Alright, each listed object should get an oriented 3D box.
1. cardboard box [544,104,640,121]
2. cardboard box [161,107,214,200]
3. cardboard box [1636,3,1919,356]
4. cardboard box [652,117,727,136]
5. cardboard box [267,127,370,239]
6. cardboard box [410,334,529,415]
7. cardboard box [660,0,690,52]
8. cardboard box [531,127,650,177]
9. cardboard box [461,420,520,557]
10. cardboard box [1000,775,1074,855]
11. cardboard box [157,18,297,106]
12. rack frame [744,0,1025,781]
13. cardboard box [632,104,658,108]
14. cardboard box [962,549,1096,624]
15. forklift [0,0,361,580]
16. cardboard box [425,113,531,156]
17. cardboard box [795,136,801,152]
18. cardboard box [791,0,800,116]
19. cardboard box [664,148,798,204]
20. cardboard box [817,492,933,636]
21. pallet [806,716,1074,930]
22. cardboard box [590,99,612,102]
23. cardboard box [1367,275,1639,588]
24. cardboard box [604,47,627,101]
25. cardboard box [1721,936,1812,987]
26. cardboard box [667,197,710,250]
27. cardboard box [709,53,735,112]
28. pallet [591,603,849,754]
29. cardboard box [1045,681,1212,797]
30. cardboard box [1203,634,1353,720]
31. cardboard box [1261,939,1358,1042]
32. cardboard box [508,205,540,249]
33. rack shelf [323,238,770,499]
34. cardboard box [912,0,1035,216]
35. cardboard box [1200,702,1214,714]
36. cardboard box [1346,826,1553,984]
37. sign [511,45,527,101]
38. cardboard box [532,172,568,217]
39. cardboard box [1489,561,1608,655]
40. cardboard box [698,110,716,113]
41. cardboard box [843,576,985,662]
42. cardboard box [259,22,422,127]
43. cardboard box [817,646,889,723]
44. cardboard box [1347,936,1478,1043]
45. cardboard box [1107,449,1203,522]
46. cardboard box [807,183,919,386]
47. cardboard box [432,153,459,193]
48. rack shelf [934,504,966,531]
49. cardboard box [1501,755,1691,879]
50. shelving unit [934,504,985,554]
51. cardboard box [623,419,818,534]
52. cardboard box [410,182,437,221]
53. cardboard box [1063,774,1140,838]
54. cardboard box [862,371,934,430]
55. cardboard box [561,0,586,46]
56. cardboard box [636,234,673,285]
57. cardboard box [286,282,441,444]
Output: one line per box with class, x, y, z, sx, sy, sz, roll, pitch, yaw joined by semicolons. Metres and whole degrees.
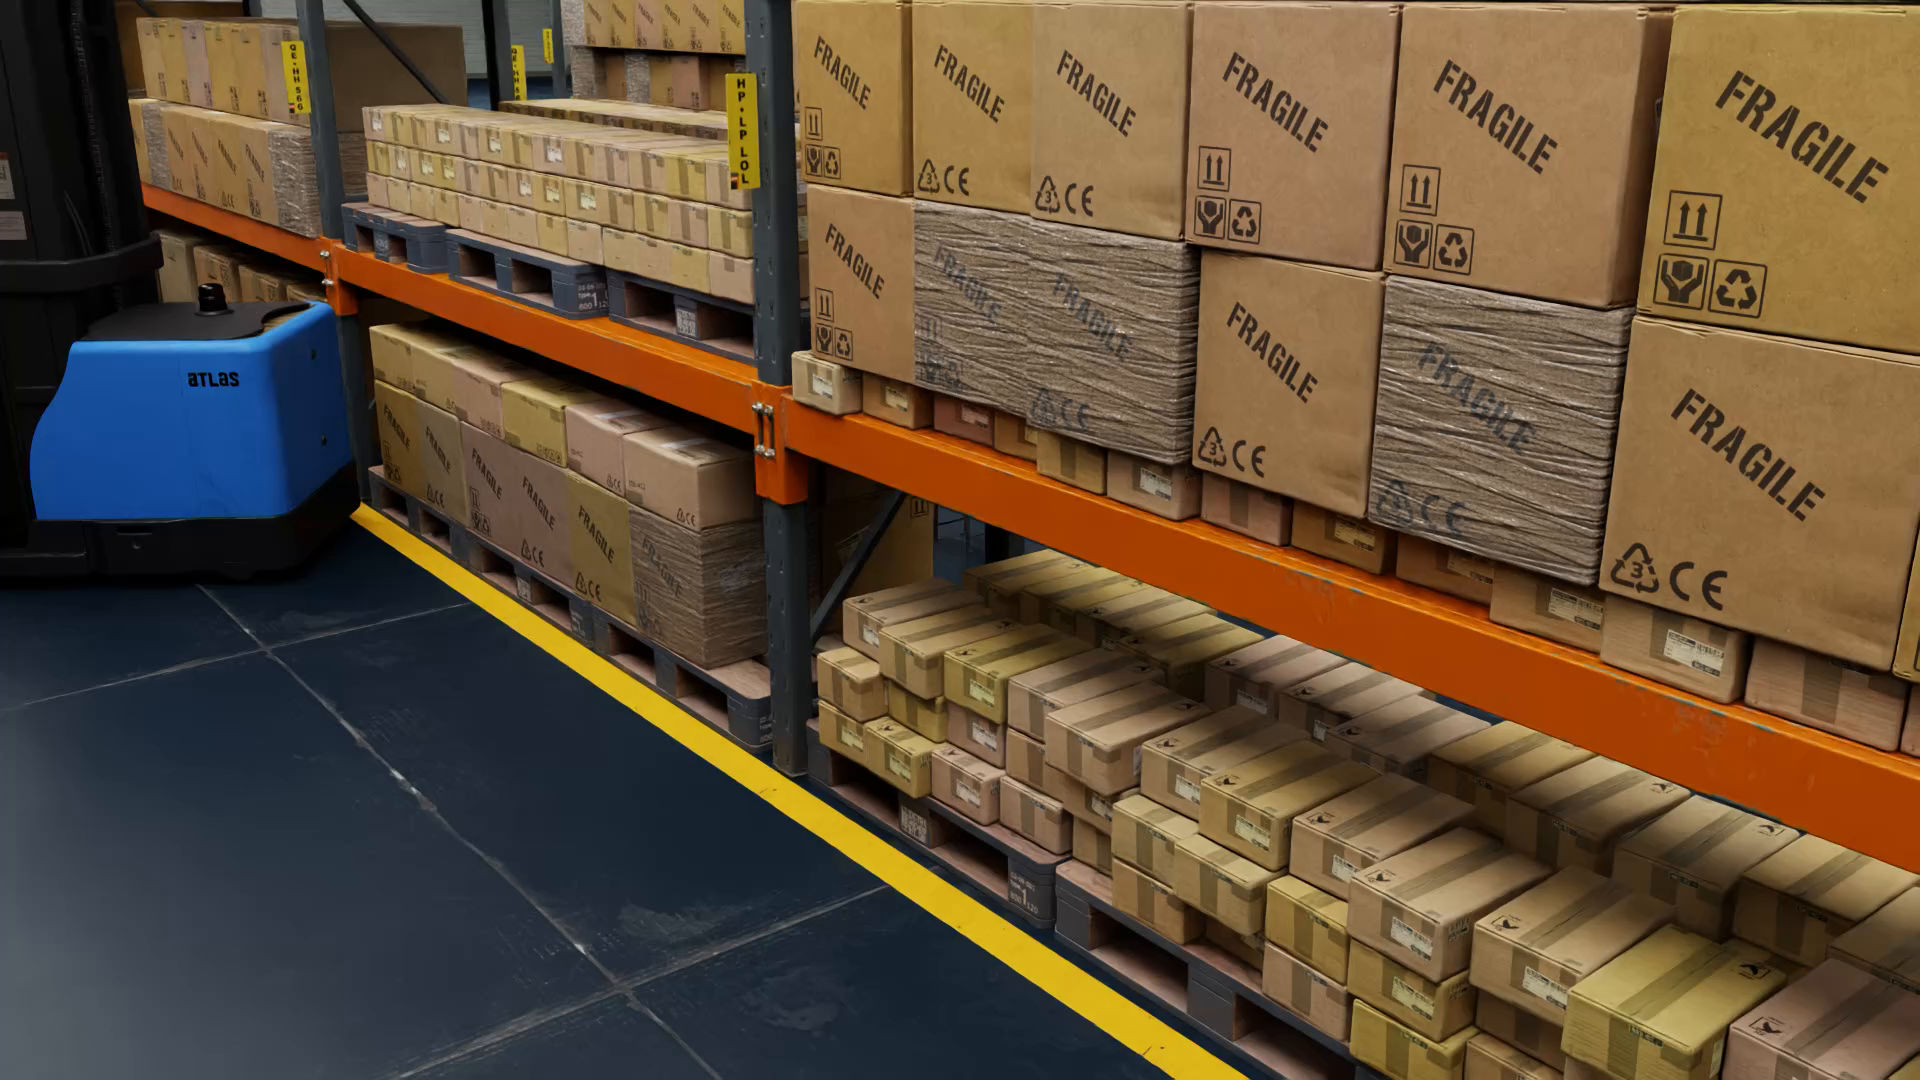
cardboard box;-1.699;-1.934;7.716;0.380;0.149;0.250;-13;22;-34
cardboard box;-4.425;-2.333;9.976;0.500;0.500;0.500;-14;23;-36
cardboard box;1.494;-0.611;2.712;0.500;0.500;0.500;-15;23;-38
cardboard box;-1.054;-1.677;6.942;0.380;0.149;0.250;-13;22;-34
cardboard box;-3.170;-1.836;8.475;0.500;0.500;0.500;-14;23;-36
cardboard box;-2.127;-0.756;7.490;0.500;0.250;0.500;-14;23;-37
cardboard box;-2.329;-4.625;14.836;0.500;0.500;0.500;-14;23;-36
cardboard box;-1.407;-1.489;6.371;0.380;0.149;0.250;-15;24;-39
cardboard box;-1.803;-0.269;7.213;0.500;0.500;0.500;-15;23;-37
cardboard box;0.335;0.732;4.747;0.380;0.149;0.250;-15;23;-37
cardboard box;-4.530;-2.990;10.370;0.700;0.500;0.500;-14;23;-37
rack frame;-0.196;-0.744;5.337;1.000;3.000;0.127;-14;23;-36
cardboard box;-2.851;-4.019;15.629;0.380;0.149;0.250;-14;23;-36
cardboard box;0.229;0.165;5.515;0.380;0.149;0.250;-13;22;-35
forklift;-4.432;-1.338;7.240;3.031;2.935;1.130;-1;18;-2
cardboard box;-2.063;-1.748;7.155;0.380;0.149;0.250;-15;24;-38
cardboard box;-0.415;-1.424;6.178;0.380;0.149;0.250;-14;23;-36
cardboard box;-0.829;-3.919;13.305;1.000;1.000;1.000;-14;23;-36
cardboard box;-0.766;-1.233;5.600;0.380;0.149;0.250;-15;23;-38
cardboard box;-0.447;0.010;6.370;0.500;0.500;0.500;-13;22;-34
pallet;0.248;0.738;5.297;1.003;0.211;1.213;-14;23;-36
cardboard box;-3.422;-4.278;16.410;0.380;0.149;0.250;-14;23;-36
cardboard box;1.168;-0.258;3.239;0.500;0.500;0.500;-14;23;-36
cardboard box;-2.972;-4.592;16.326;0.875;0.500;0.500;-14;23;-36
cardboard box;1.816;0.954;3.604;0.380;0.149;0.250;-14;23;-35
cardboard box;-0.763;-1.089;5.639;0.380;0.149;0.250;-14;23;-36
cardboard box;-1.726;-4.100;14.841;0.875;0.500;0.500;-14;23;-36
pallet;-0.681;0.388;6.354;1.003;0.211;1.213;-14;23;-36
cardboard box;0.449;0.524;4.430;0.380;0.149;0.250;-13;23;-35
cardboard box;0.919;0.408;4.781;0.380;0.149;0.250;-15;24;-39
cardboard box;0.936;1.001;3.935;0.380;0.149;0.250;-13;23;-35
cardboard box;-1.575;-1.269;6.656;0.380;0.149;0.250;-15;23;-38
rack shelf;-1.438;-0.895;6.939;1.077;0.370;4.000;-14;23;-36
cardboard box;0.227;-1.124;4.262;0.500;0.500;0.500;-15;23;-38
cardboard box;0.859;0.551;4.820;0.380;0.149;0.250;-13;23;-35
cardboard box;1.067;0.789;3.630;0.380;0.149;0.250;-13;22;-34
sign;-2.260;-2.350;8.471;0.100;0.325;0.005;-14;23;-36
cardboard box;-1.420;-1.349;6.423;0.380;0.149;0.250;-14;23;-36
cardboard box;1.254;0.079;3.251;0.380;0.149;0.250;-15;24;-38
cardboard box;-2.127;-3.799;14.962;0.380;0.149;0.250;-14;23;-36
cardboard box;-0.145;0.253;5.247;0.380;0.149;0.250;-13;22;-34
cardboard box;-3.266;-2.489;8.857;0.700;0.500;0.500;-14;23;-37
cardboard box;-0.222;0.421;5.214;0.380;0.149;0.250;-13;22;-34
cardboard box;1.080;0.927;3.684;0.380;0.149;0.250;-14;23;-35
cardboard box;0.579;-0.176;4.022;0.380;0.149;0.250;-13;22;-34
cardboard box;-0.086;-0.761;4.758;0.500;0.500;0.500;-14;23;-37
cardboard box;-2.042;-1.599;7.178;0.380;0.149;0.250;-14;23;-36
rack shelf;0.033;-0.211;7.748;0.215;0.259;0.240;-14;23;-36
cardboard box;1.523;0.671;3.984;0.380;0.149;0.250;-13;22;-34
shelving unit;0.033;-0.485;7.658;0.215;1.050;0.252;-14;23;-36
cardboard box;-0.857;-0.247;5.952;0.500;0.250;0.500;-15;23;-38
cardboard box;-2.226;-1.527;7.435;0.380;0.149;0.250;-13;22;-33
cardboard box;0.503;0.658;4.498;0.380;0.149;0.250;-13;22;-34
cardboard box;-0.058;-0.442;4.825;0.380;0.149;0.250;-13;22;-35
cardboard box;-3.568;-5.119;16.326;0.500;0.500;0.500;-14;23;-36
cardboard box;-0.913;-1.009;5.869;0.380;0.149;0.250;-14;23;-36
cardboard box;-2.987;-1.029;9.108;1.050;0.750;0.750;-14;23;-37
